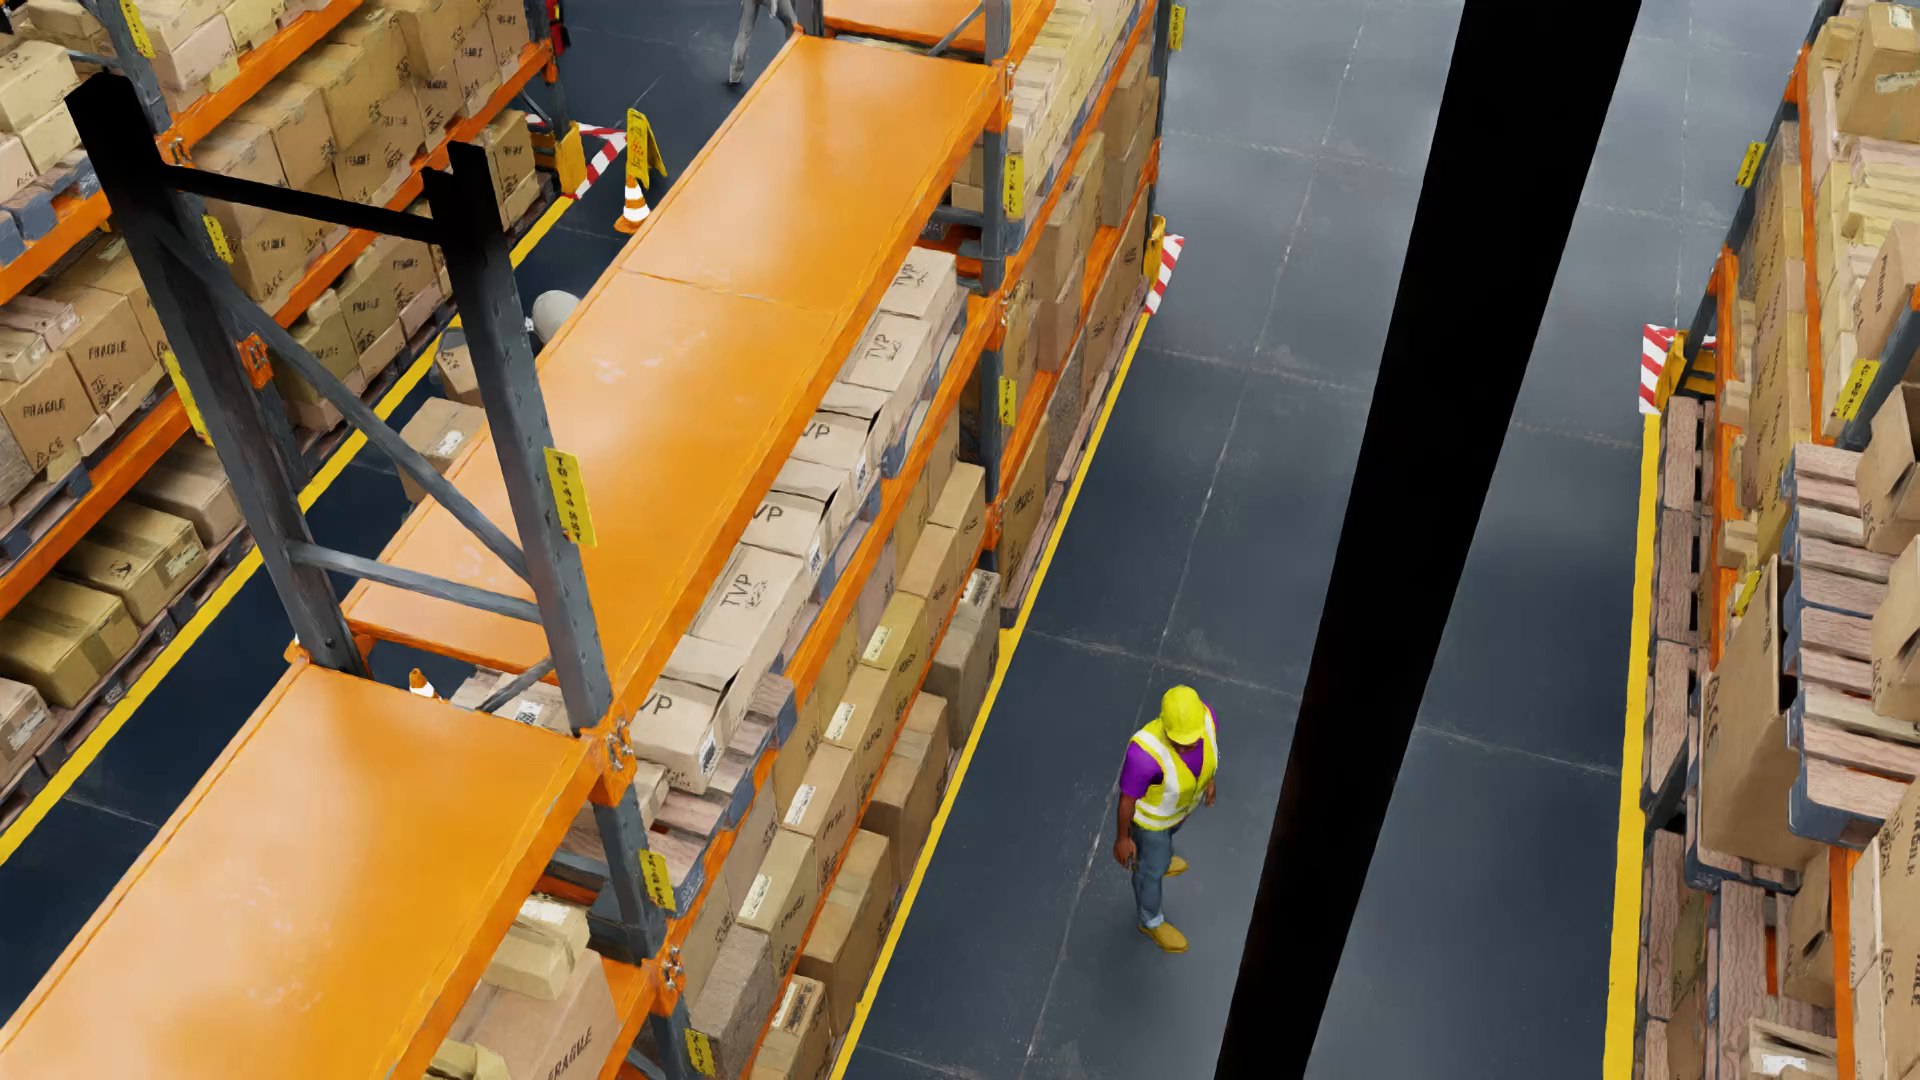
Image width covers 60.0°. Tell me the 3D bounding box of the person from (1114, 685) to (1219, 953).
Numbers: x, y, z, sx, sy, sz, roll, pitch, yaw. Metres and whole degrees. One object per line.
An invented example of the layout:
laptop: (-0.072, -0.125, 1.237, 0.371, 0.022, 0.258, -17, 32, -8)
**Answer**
person: (1.037, 1.338, 8.183, 0.586, 1.763, 0.673, 36, 55, 30)

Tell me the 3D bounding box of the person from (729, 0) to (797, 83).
person: (-1.731, -4.924, 14.810, 0.525, 1.615, 0.930, 33, 54, 28)
